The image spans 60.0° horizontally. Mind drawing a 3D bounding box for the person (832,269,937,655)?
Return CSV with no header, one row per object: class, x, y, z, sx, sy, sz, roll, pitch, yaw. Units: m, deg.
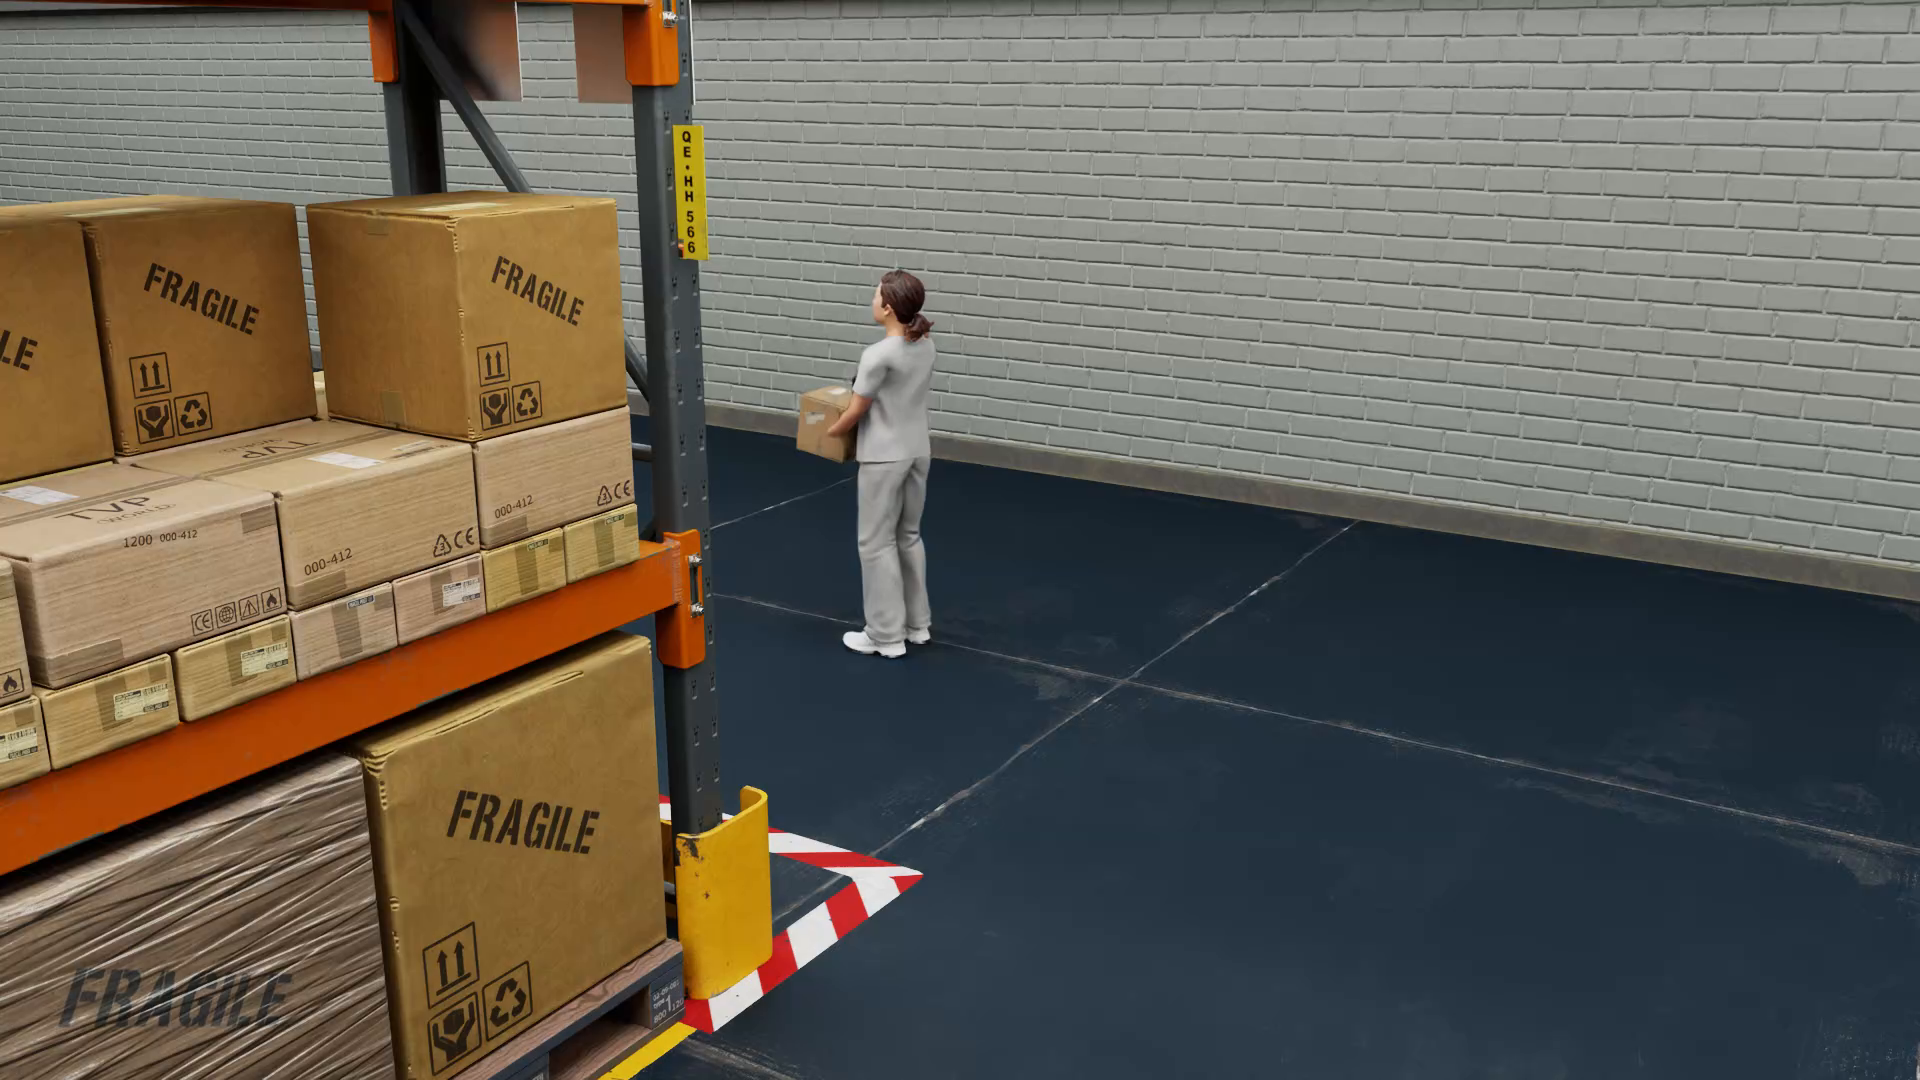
person,-0.338,-0.340,7.200,0.540,1.674,0.446,13,21,38
